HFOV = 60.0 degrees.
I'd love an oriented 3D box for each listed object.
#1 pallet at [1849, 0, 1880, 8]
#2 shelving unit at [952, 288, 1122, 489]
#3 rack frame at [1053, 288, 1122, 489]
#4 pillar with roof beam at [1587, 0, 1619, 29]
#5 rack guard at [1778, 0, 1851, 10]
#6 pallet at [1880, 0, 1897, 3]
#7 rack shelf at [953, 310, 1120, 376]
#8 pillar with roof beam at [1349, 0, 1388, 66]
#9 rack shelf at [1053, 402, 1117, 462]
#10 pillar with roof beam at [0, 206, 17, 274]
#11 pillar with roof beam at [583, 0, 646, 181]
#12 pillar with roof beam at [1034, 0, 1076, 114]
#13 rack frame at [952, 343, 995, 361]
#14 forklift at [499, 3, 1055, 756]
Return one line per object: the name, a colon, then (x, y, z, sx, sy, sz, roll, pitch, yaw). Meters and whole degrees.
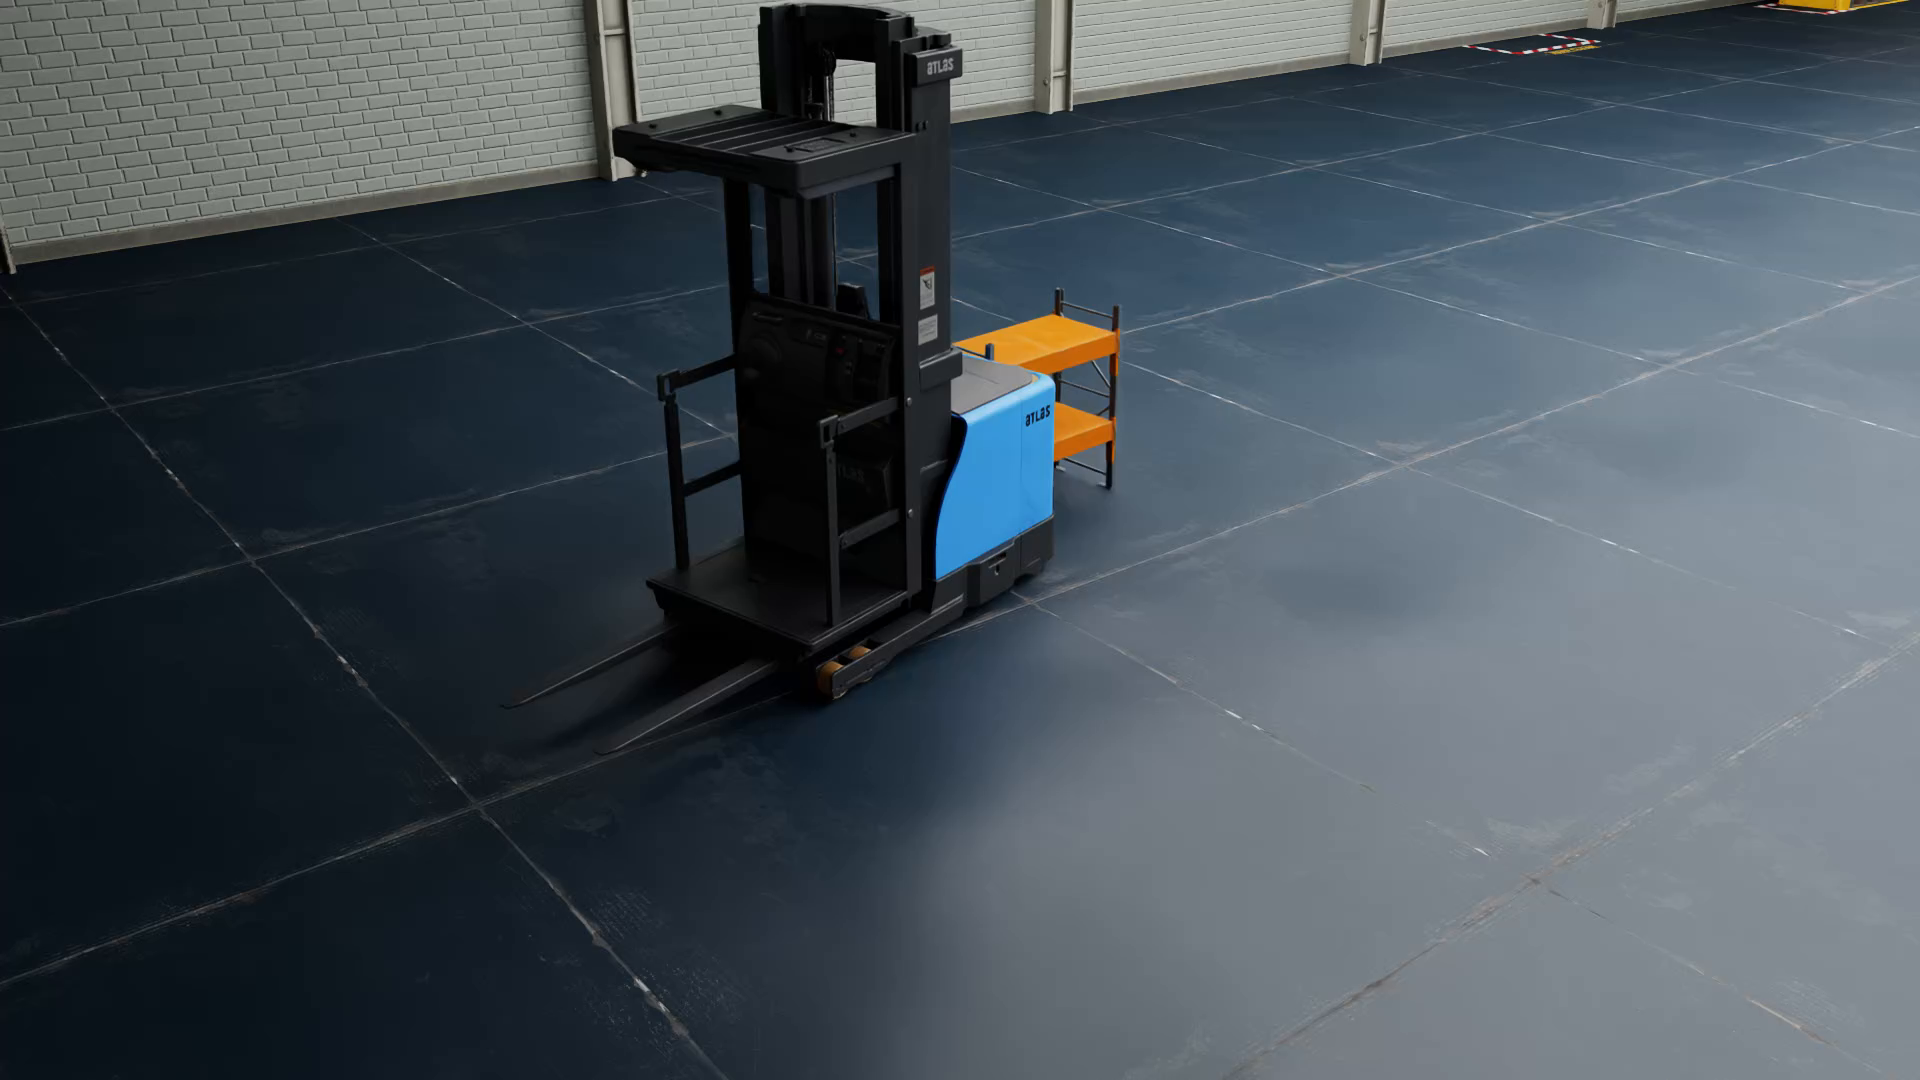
pallet: (16.037, -9.911, 30.354, 1.213, 0.211, 1.003, -18, 31, -34)
shelving unit: (0.371, -0.745, 9.519, 1.048, 1.125, 0.538, -22, 33, -39)
rack frame: (0.740, -0.892, 9.836, 0.032, 1.125, 0.500, -22, 33, -39)
pillar with roof beam: (13.268, -11.162, 22.610, 0.400, 9.000, 9.100, -18, 31, -34)
rack guard: (15.376, -9.843, 29.864, 0.348, 0.500, 1.175, -18, 31, -34)
pallet: (16.996, -10.226, 31.033, 1.213, 0.211, 1.003, -18, 31, -34)
rack shelf: (0.371, -1.010, 9.395, 1.000, 0.278, 0.538, -22, 33, -39)
pillar with roof beam: (8.547, -9.603, 19.252, 0.400, 9.000, 9.100, -18, 31, -34)
rack shelf: (0.371, -0.523, 9.622, 1.000, 0.278, 0.538, -22, 33, -39)
pillar with roof beam: (-5.618, -4.927, 9.177, 0.400, 9.000, 9.100, -18, 31, -34)
pillar with roof beam: (-0.896, -6.486, 12.535, 0.400, 9.000, 9.100, -18, 31, -34)
pillar with roof beam: (3.825, -8.044, 15.894, 0.400, 9.000, 9.100, -18, 31, -34)
rack frame: (0.002, -0.598, 9.201, 0.032, 1.125, 0.500, -22, 33, -39)
forklift: (-0.799, -0.833, 7.564, 1.130, 2.935, 3.031, 18, 31, 34)
